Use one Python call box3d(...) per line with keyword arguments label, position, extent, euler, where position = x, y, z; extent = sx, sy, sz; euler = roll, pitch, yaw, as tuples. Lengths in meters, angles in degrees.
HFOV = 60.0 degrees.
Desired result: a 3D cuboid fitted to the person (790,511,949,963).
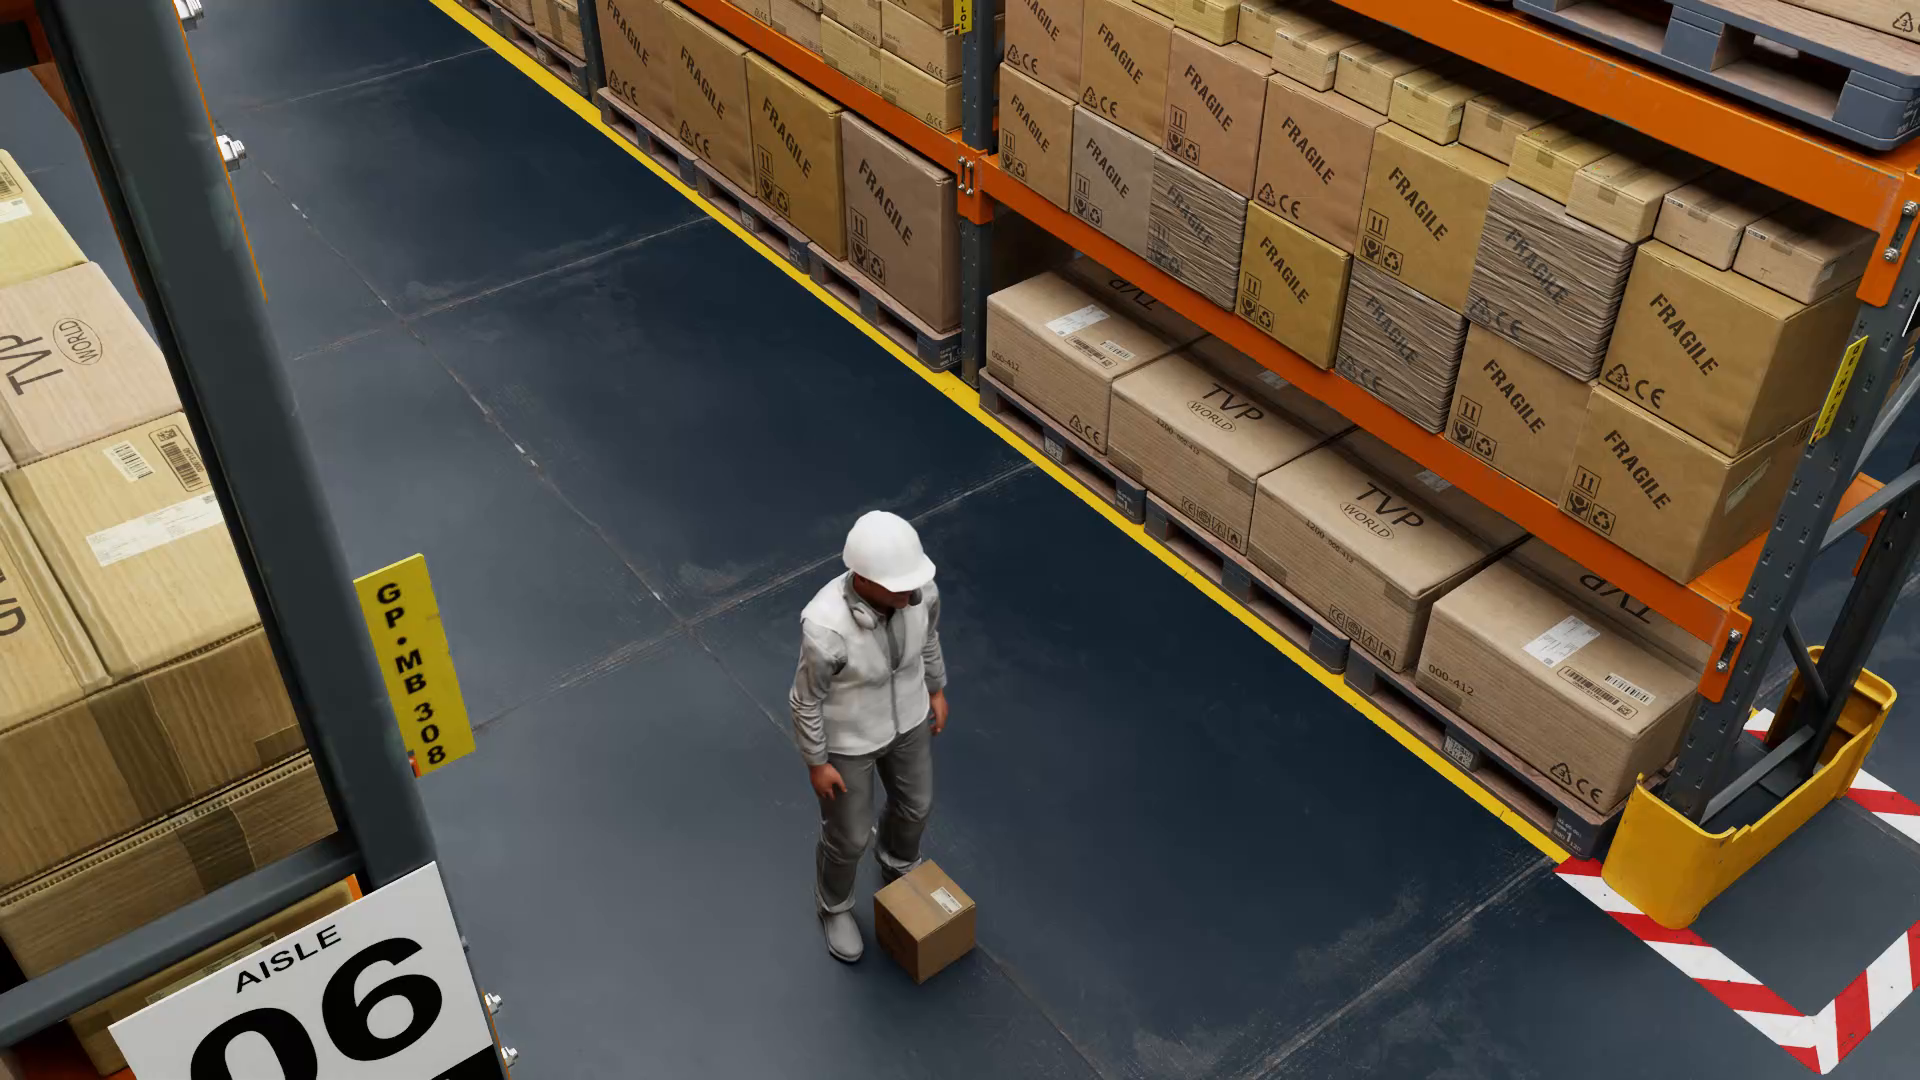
box3d(label="person", position=(-0.279, 0.602, 5.419), extent=(0.594, 1.772, 0.460), euler=(-29, 48, -30))
